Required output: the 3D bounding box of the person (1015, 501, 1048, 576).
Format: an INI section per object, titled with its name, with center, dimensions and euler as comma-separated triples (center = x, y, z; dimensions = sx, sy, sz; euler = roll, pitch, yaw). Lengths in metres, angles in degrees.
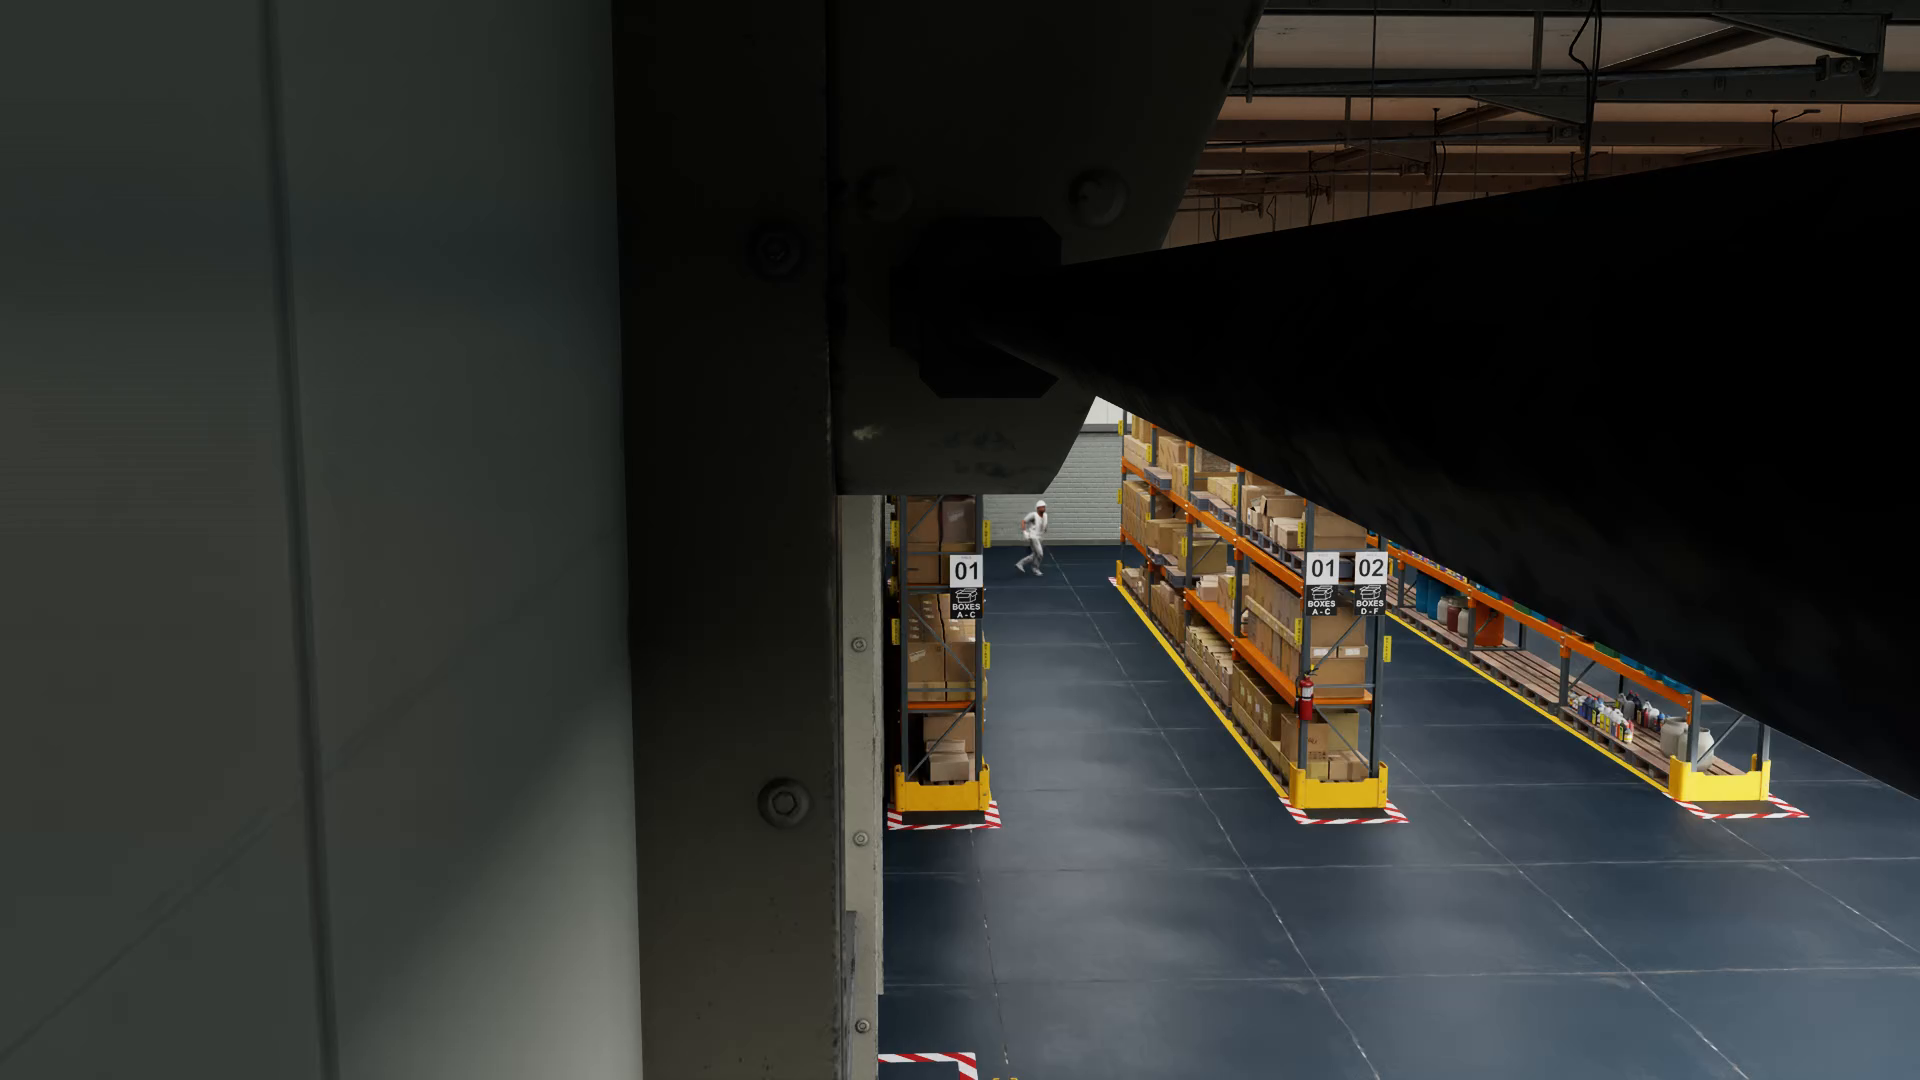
[person]
center = 1.644, -0.034, 37.629
dimensions = 0.684, 1.716, 0.803
euler = 4, 9, 24
